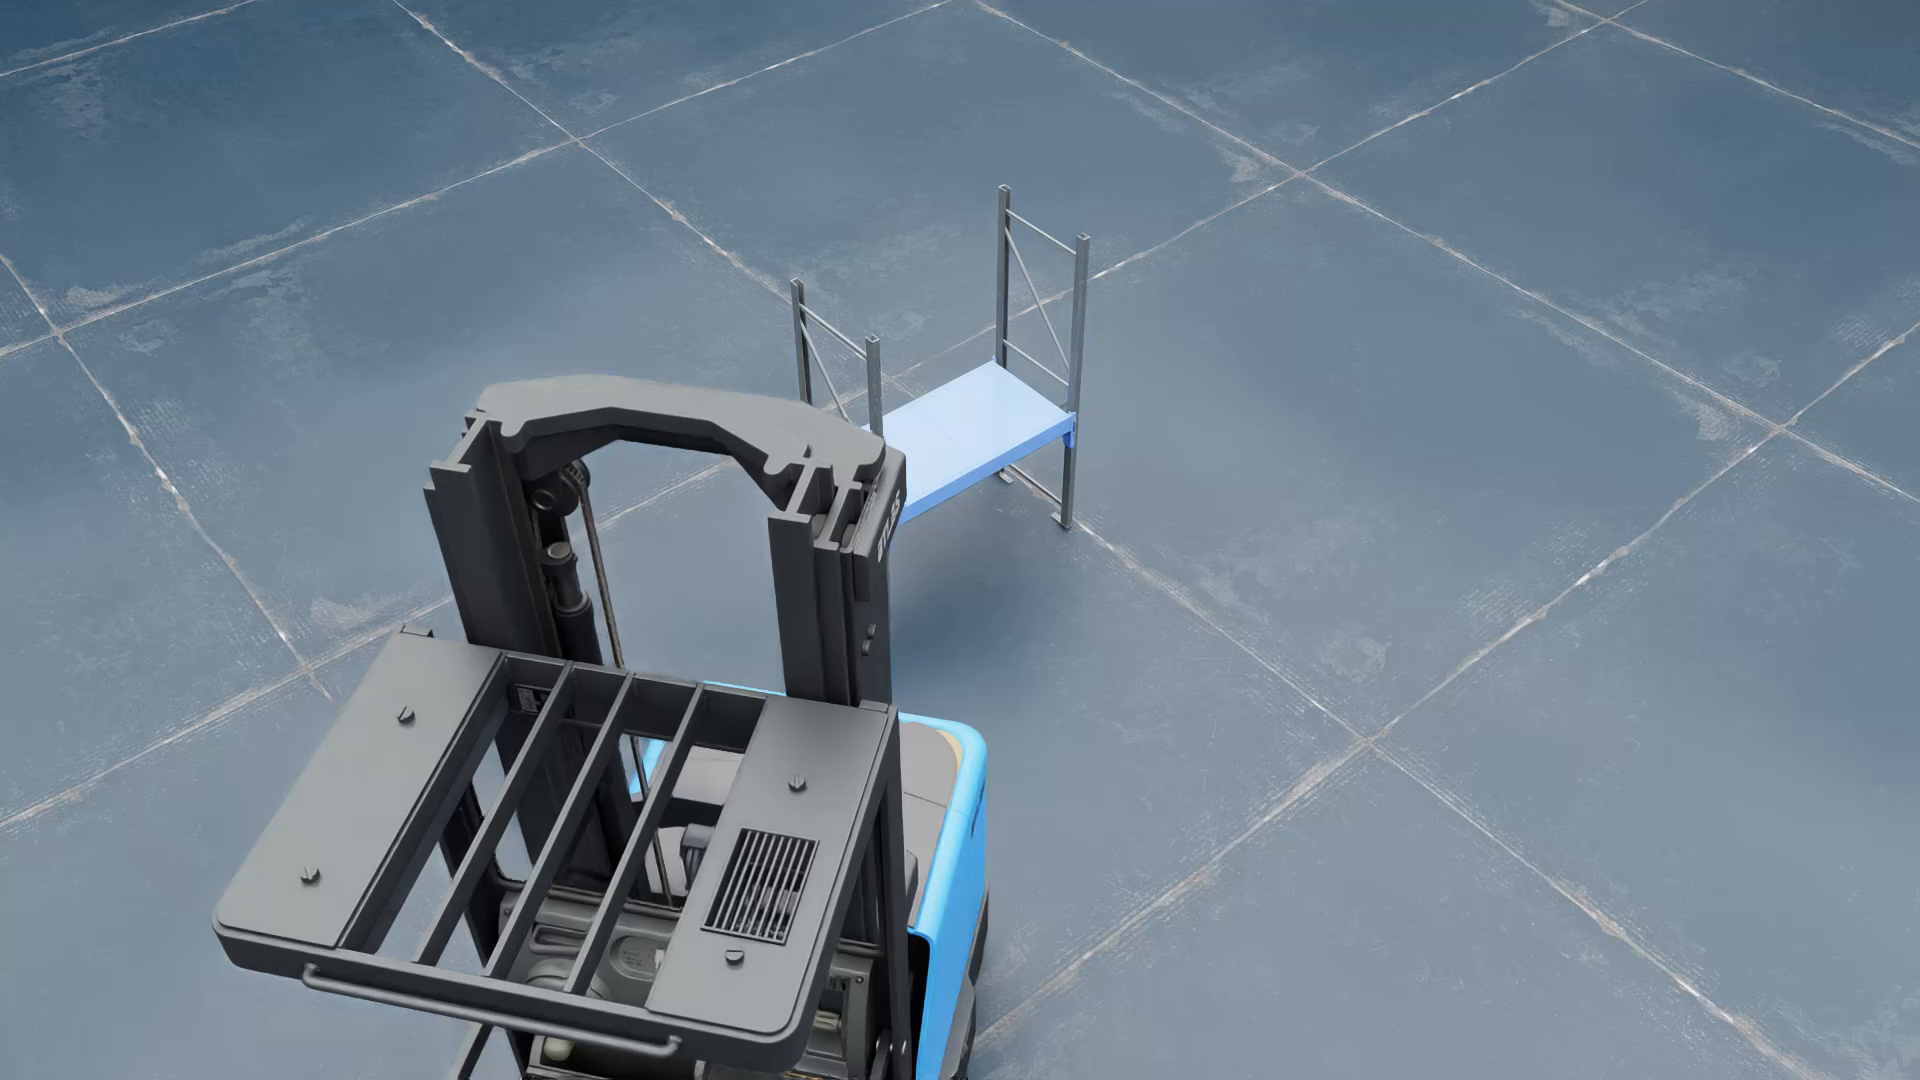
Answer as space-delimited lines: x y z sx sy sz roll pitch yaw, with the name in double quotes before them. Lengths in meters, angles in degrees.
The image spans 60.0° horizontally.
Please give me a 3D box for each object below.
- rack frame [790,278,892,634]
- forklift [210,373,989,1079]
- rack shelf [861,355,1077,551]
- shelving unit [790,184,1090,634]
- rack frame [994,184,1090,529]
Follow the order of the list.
"rack frame" -0.455 -0.286 6.513 0.032 1.500 0.500 -30 51 -28
"forklift" -0.715 1.205 3.879 1.130 2.935 3.031 8 44 9
"rack shelf" -0.065 -0.378 6.873 1.000 0.185 0.538 -30 51 -28
"shelving unit" -0.065 -0.509 6.750 1.048 1.500 0.538 -30 51 -28
"rack frame" 0.325 -0.732 6.988 0.032 1.500 0.500 -30 51 -28
